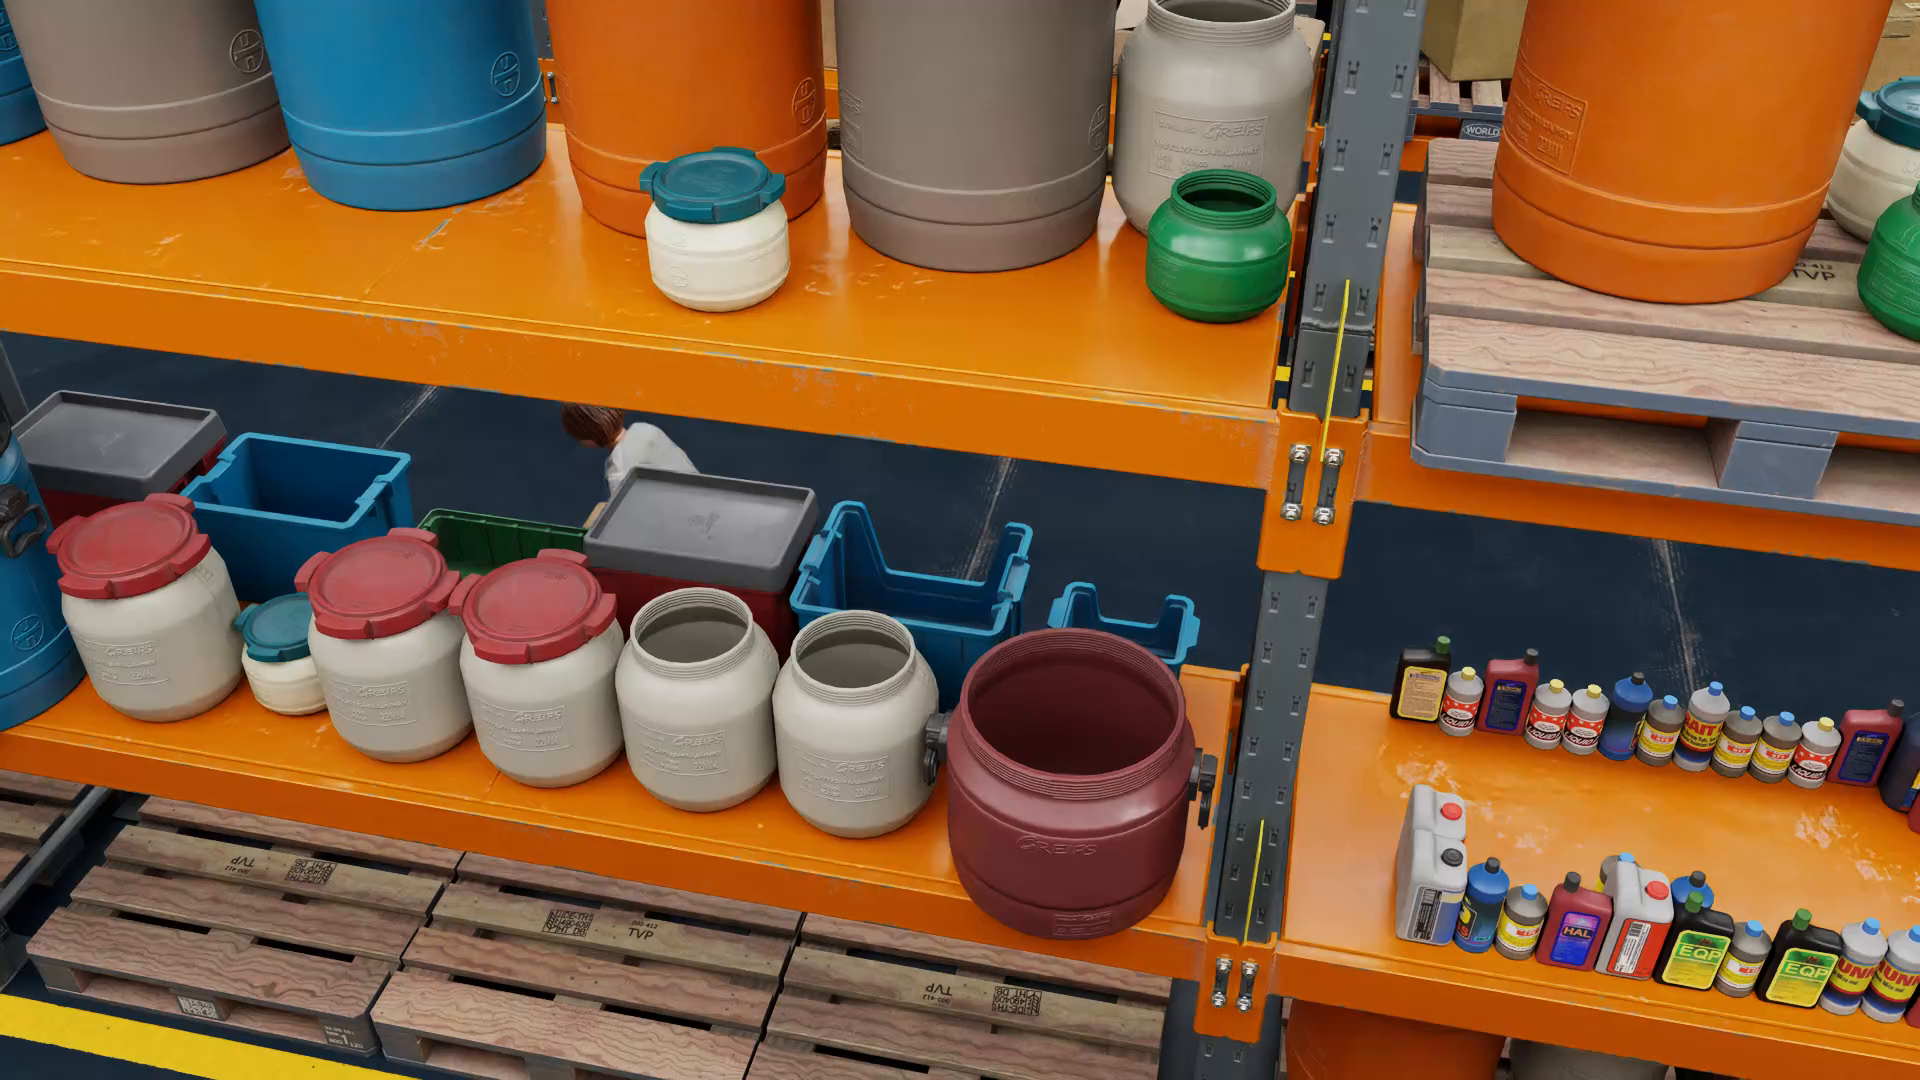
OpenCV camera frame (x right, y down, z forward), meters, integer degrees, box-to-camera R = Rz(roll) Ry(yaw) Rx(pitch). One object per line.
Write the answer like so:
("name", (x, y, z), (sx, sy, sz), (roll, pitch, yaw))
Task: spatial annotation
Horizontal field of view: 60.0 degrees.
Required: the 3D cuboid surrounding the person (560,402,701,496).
("person", (-1.080, 0.136, 6.197), (0.634, 1.339, 0.370), (7, 38, 9))
